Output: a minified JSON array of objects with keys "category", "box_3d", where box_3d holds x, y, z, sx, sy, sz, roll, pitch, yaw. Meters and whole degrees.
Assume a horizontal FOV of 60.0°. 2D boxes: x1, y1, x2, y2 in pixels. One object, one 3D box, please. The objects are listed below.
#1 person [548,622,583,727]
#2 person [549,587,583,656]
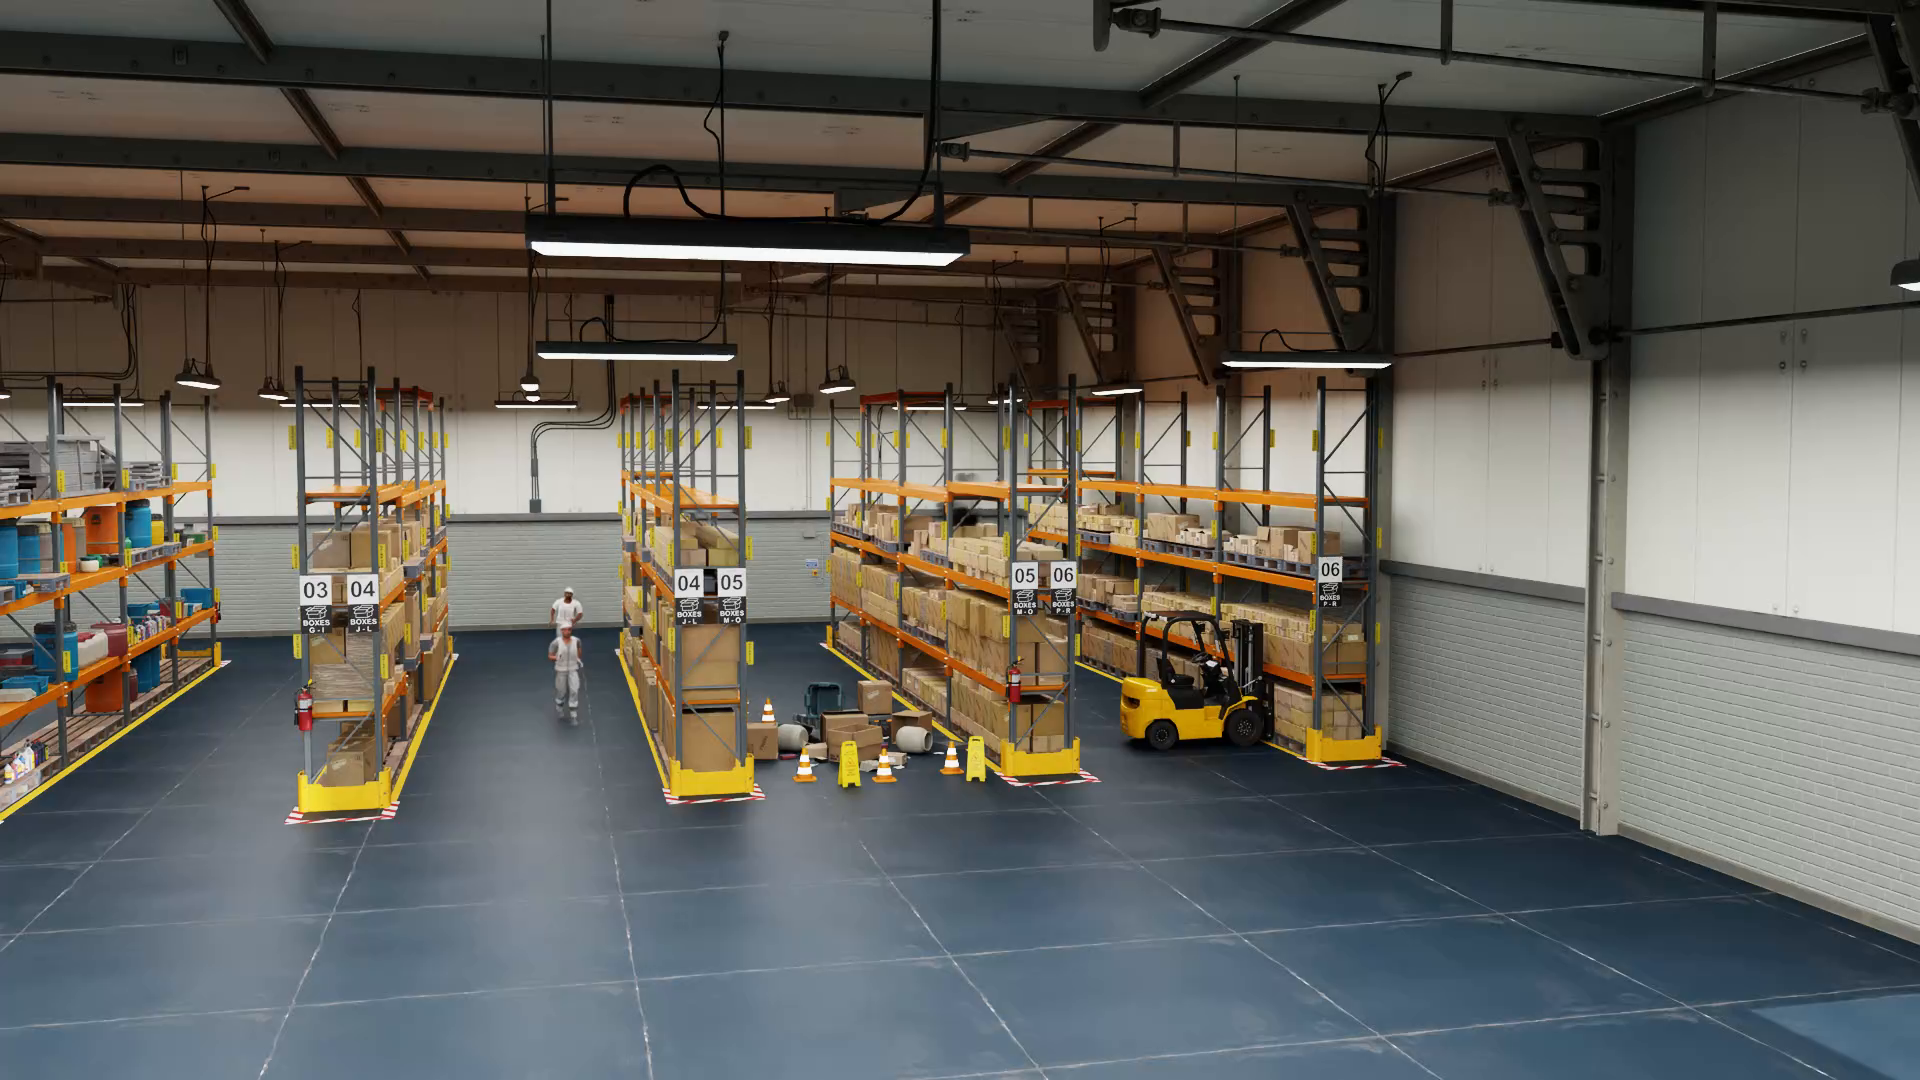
[{"category":"person","box_3d":[-6.988,2.346,29.475,0.613,1.823,0.894,-1,4,-22]},{"category":"person","box_3d":[-8.939,1.916,37.697,0.755,1.696,0.542,0,3,-6]}]
